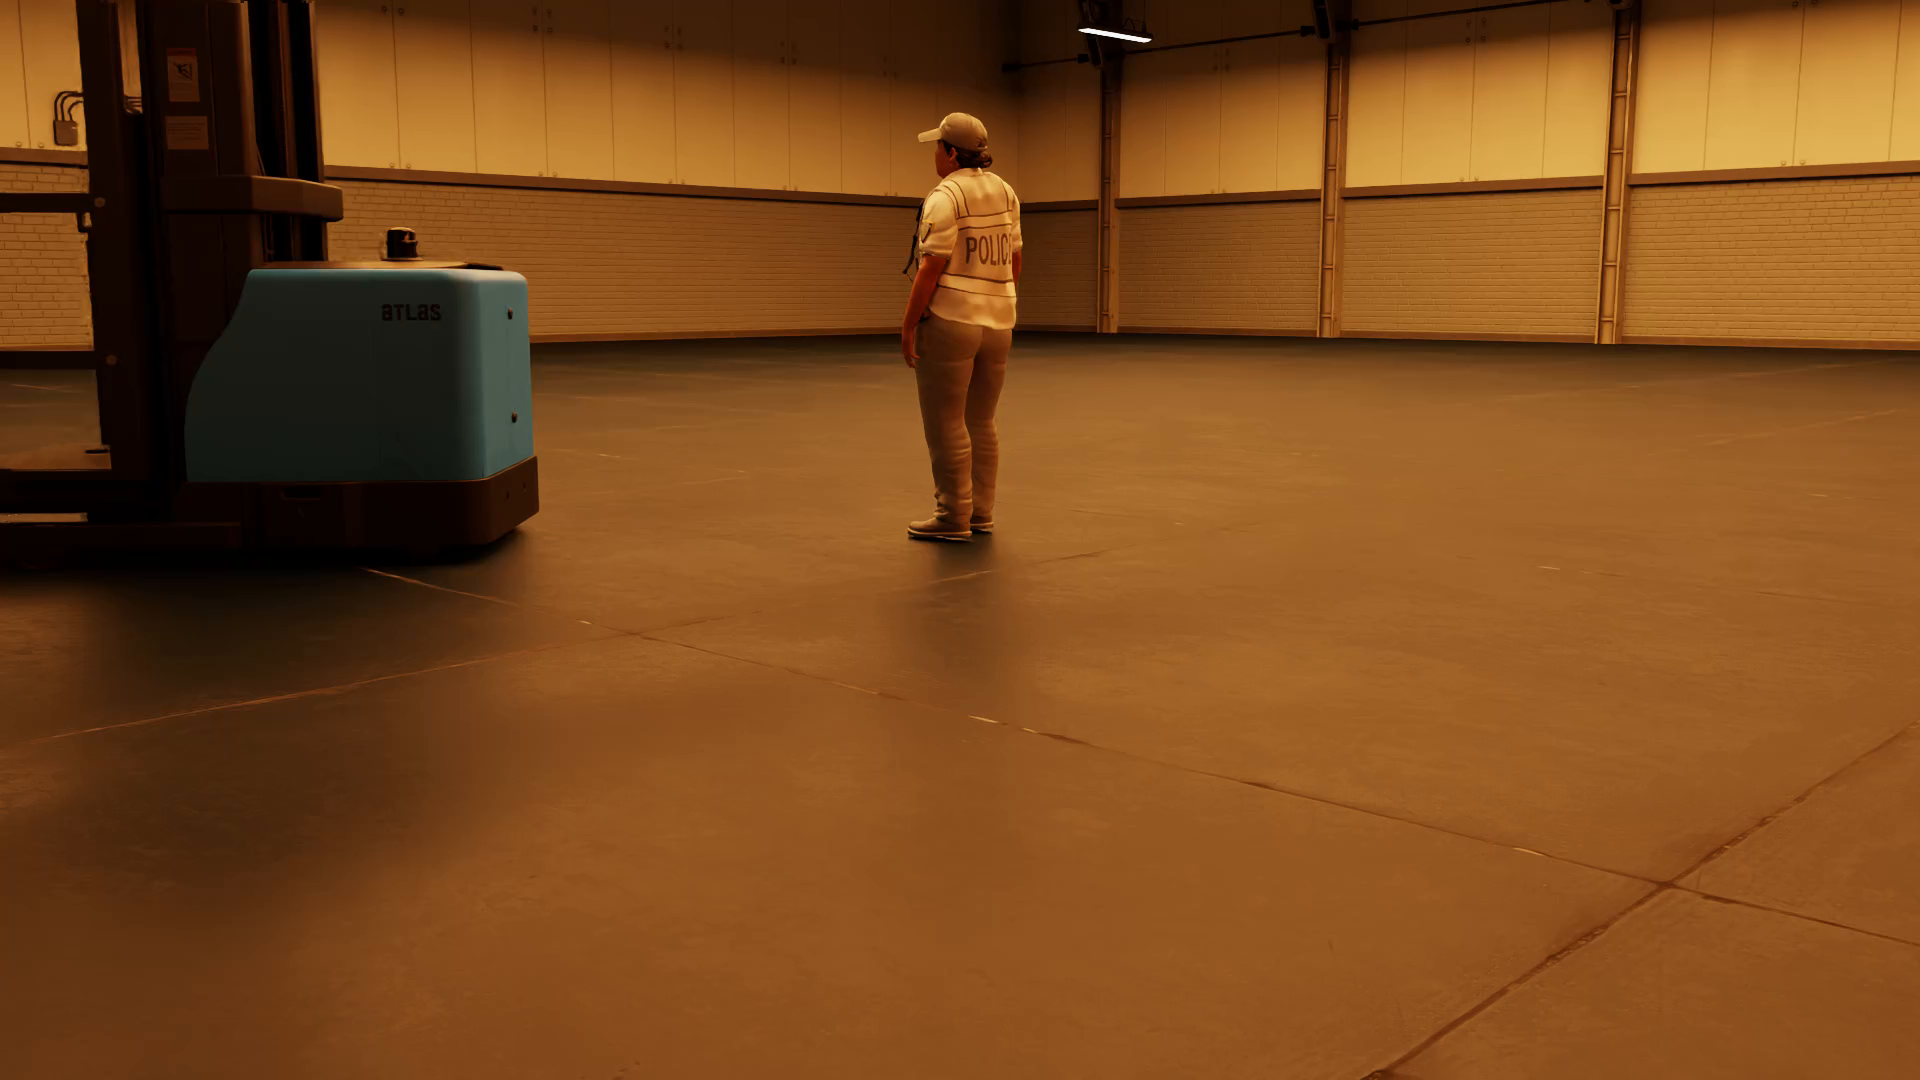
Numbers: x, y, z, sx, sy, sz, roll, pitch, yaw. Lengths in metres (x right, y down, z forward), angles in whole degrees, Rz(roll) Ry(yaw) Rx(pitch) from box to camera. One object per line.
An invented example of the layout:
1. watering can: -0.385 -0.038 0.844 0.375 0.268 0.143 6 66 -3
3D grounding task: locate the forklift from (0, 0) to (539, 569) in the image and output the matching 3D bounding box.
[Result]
1. forklift: -3.272 -1.423 6.327 3.031 2.935 1.130 0 9 -3

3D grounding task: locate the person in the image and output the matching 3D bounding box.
1. person: -0.039 -0.841 6.661 0.529 1.670 0.598 8 12 43
